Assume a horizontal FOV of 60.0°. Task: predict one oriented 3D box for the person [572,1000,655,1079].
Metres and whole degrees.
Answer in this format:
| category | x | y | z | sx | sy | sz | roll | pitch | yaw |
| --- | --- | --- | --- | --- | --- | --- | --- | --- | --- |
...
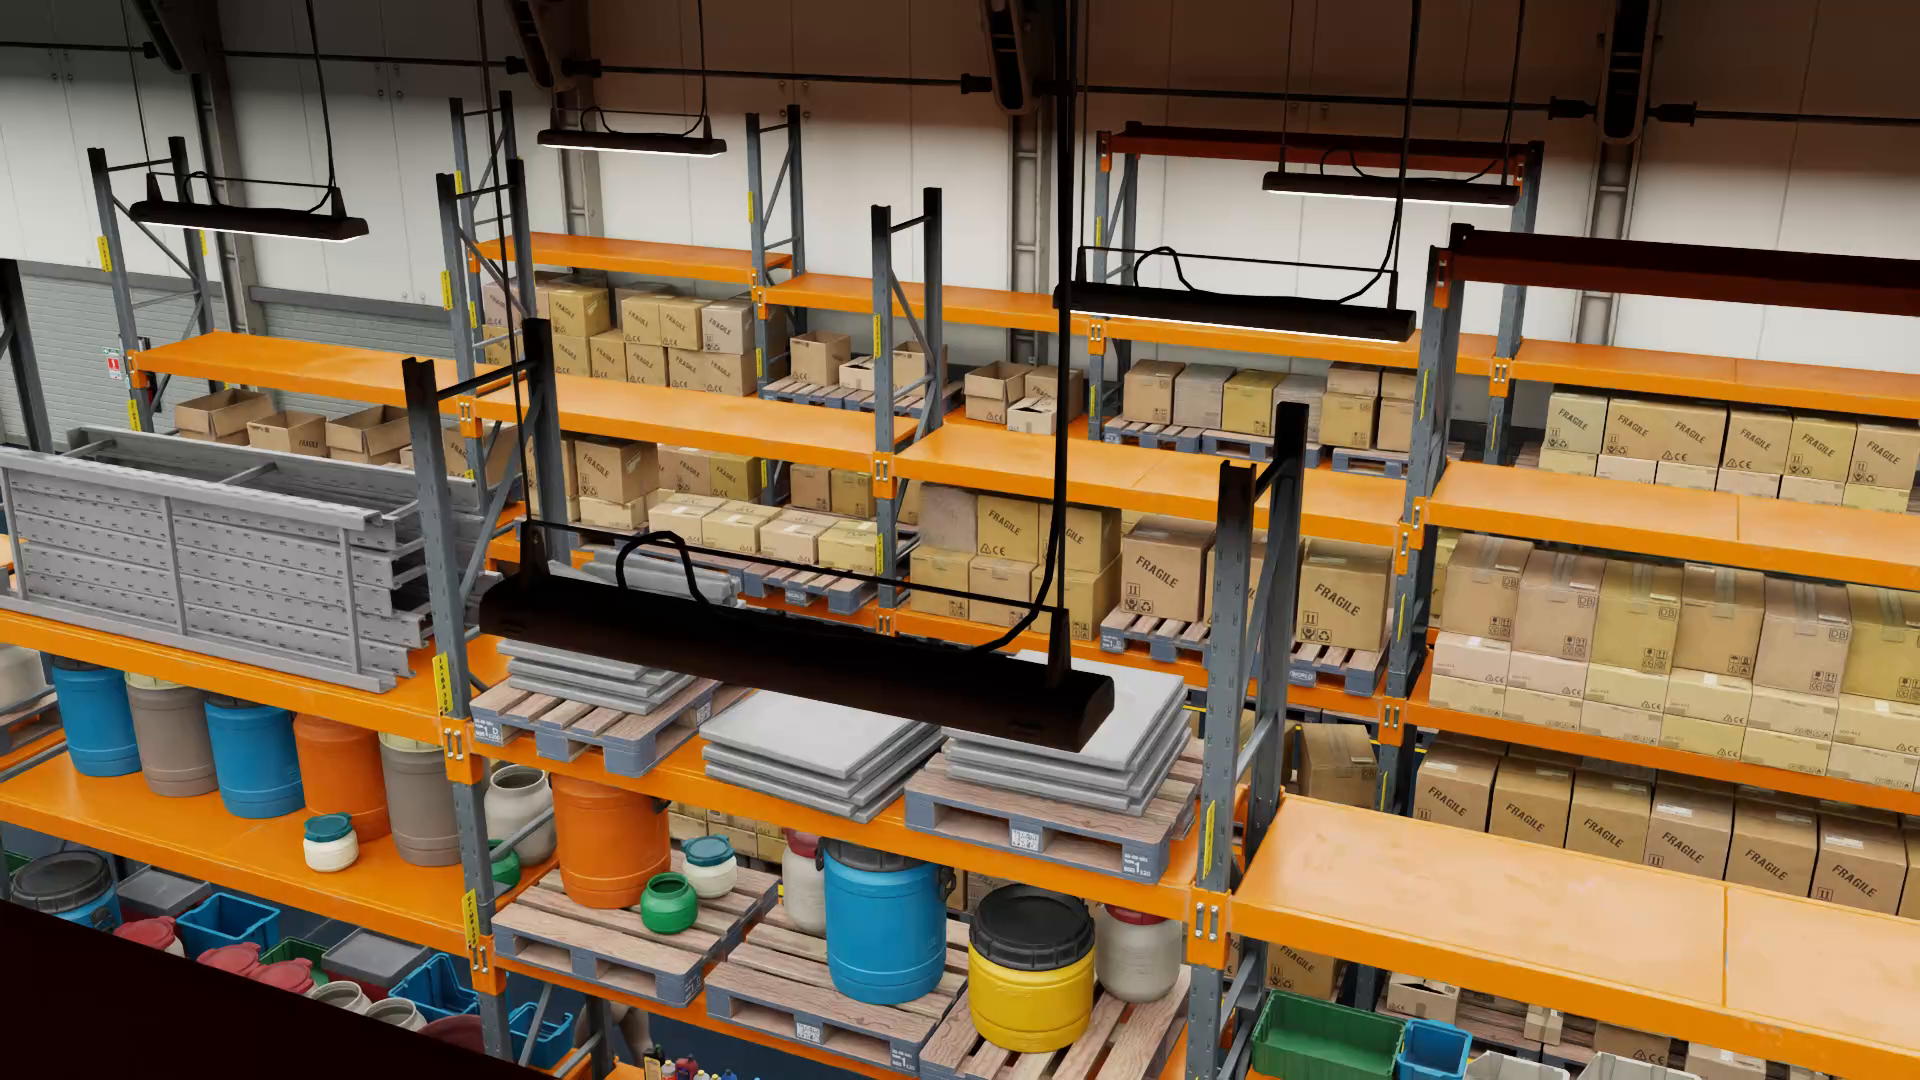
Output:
| category | x | y | z | sx | sy | sz | roll | pitch | yaw |
| --- | --- | --- | --- | --- | --- | --- | --- | --- | --- |
| person | -2.509 | 3.189 | 11.728 | 0.946 | 1.684 | 0.552 | 17 | 26 | 38 |
